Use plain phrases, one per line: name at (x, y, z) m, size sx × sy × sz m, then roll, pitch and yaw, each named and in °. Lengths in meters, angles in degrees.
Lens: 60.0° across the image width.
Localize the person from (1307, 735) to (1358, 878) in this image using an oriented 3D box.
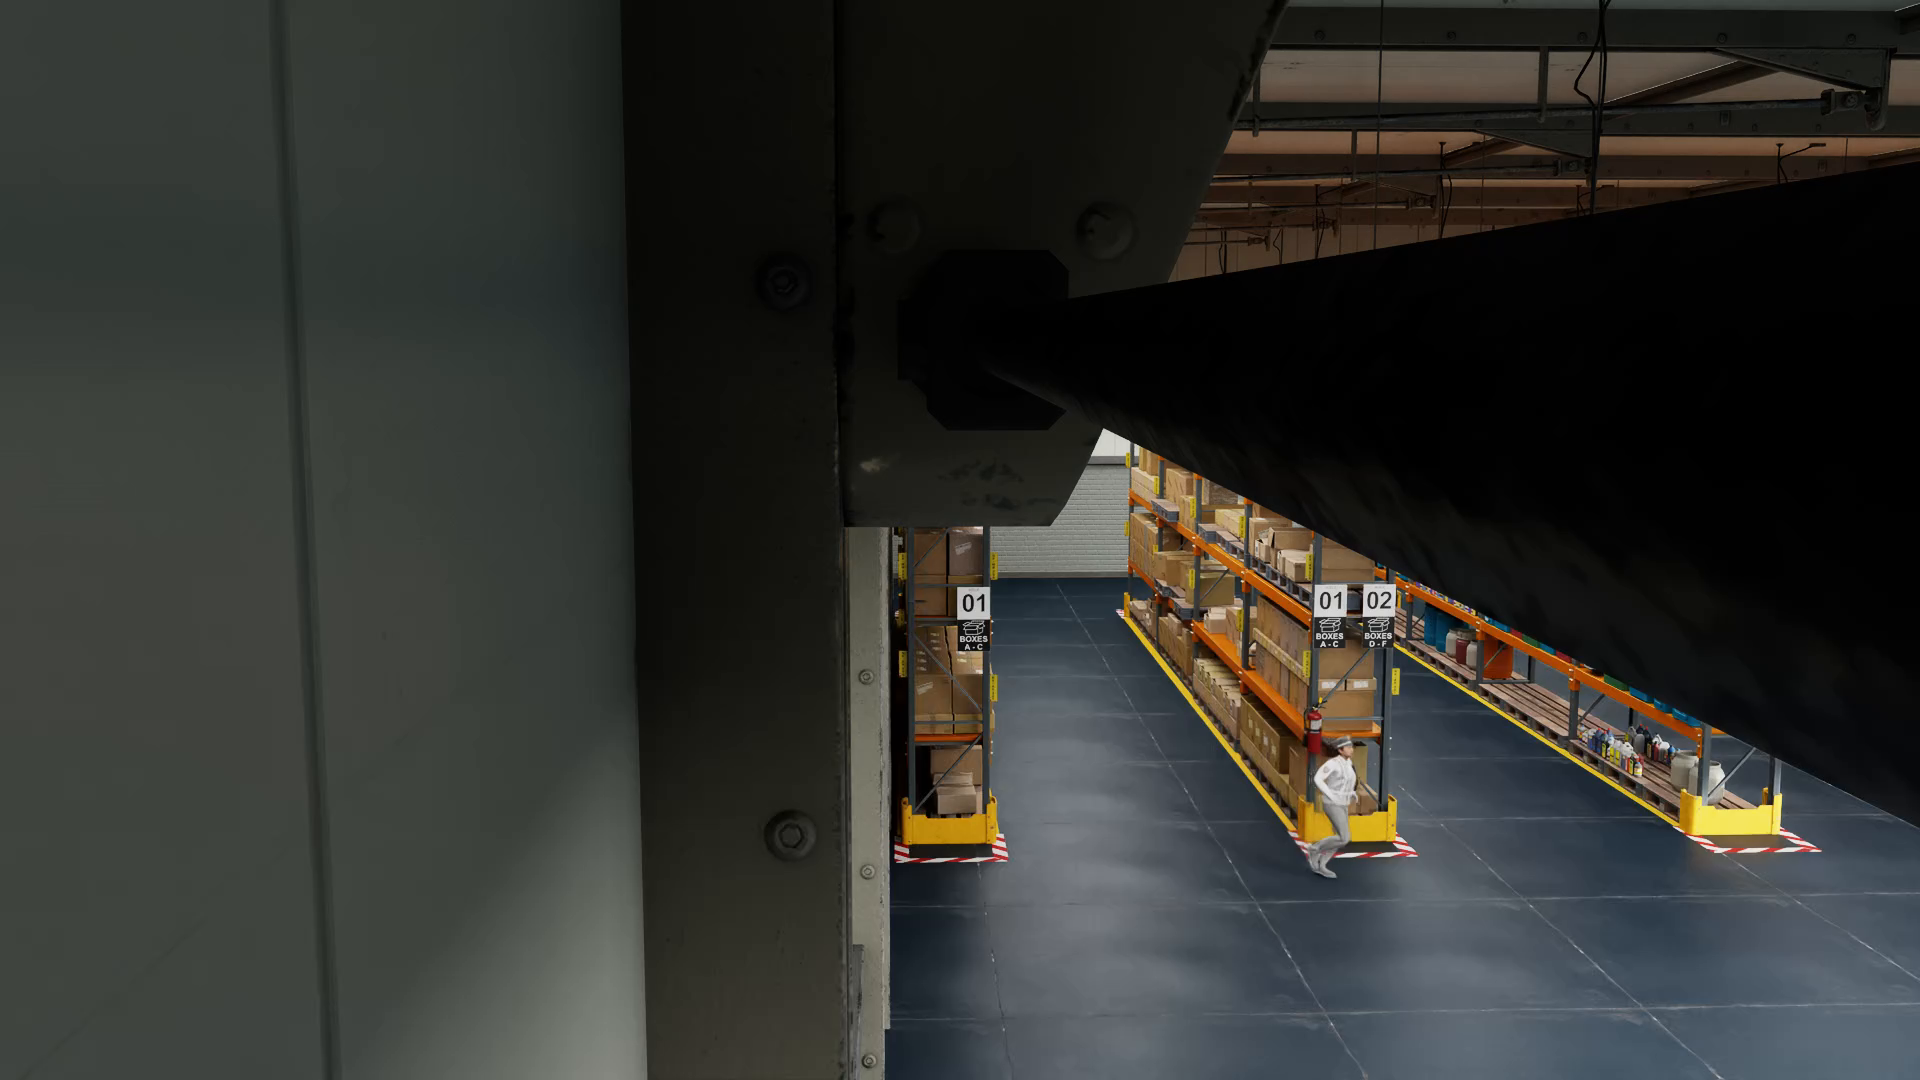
person at (4.369, 3.063, 19.277) m, size 0.515 × 1.646 × 0.613 m, roll 5°, pitch 9°, yaw 37°
